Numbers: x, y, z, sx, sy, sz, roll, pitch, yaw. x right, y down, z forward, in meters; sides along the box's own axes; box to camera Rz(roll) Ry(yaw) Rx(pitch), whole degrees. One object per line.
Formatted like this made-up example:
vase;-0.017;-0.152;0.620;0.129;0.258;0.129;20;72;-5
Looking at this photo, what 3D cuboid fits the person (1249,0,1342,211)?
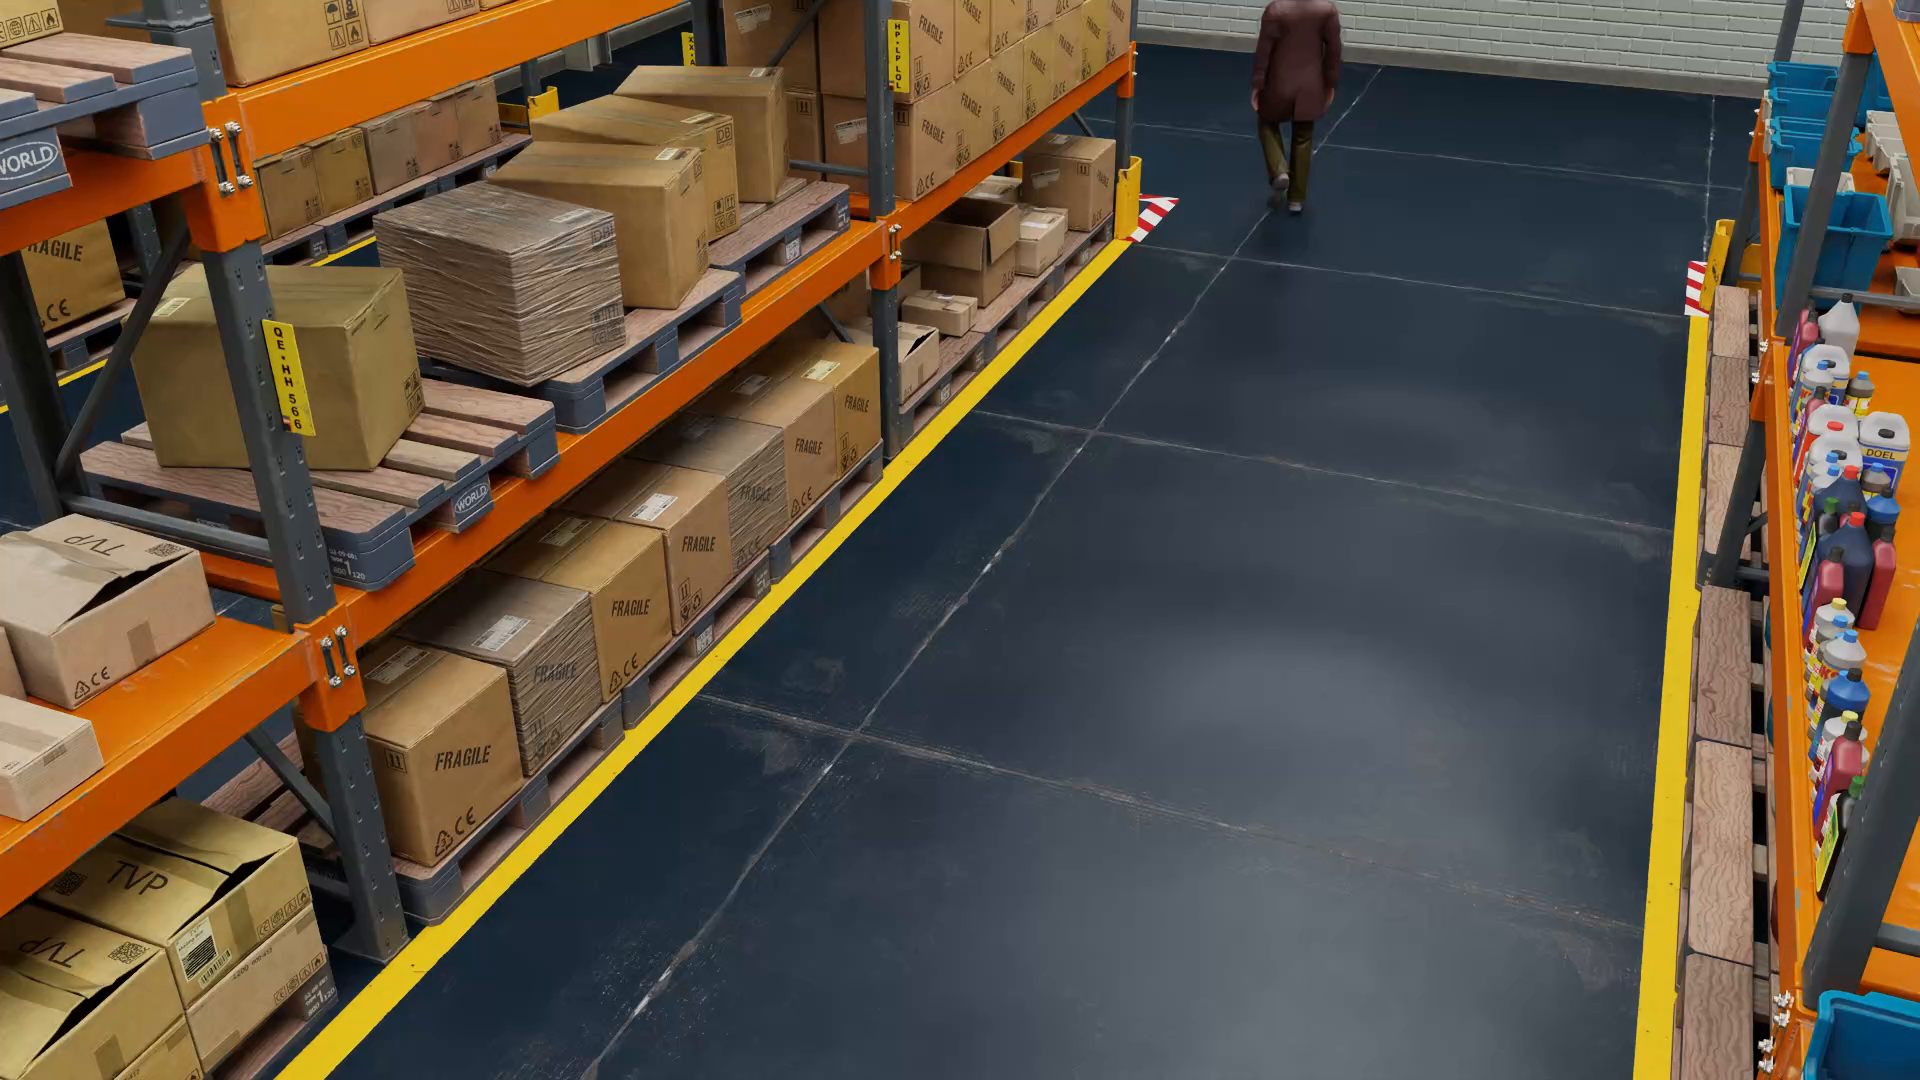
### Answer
person;2.383;-3.228;11.913;0.638;1.738;0.475;2;29;4
